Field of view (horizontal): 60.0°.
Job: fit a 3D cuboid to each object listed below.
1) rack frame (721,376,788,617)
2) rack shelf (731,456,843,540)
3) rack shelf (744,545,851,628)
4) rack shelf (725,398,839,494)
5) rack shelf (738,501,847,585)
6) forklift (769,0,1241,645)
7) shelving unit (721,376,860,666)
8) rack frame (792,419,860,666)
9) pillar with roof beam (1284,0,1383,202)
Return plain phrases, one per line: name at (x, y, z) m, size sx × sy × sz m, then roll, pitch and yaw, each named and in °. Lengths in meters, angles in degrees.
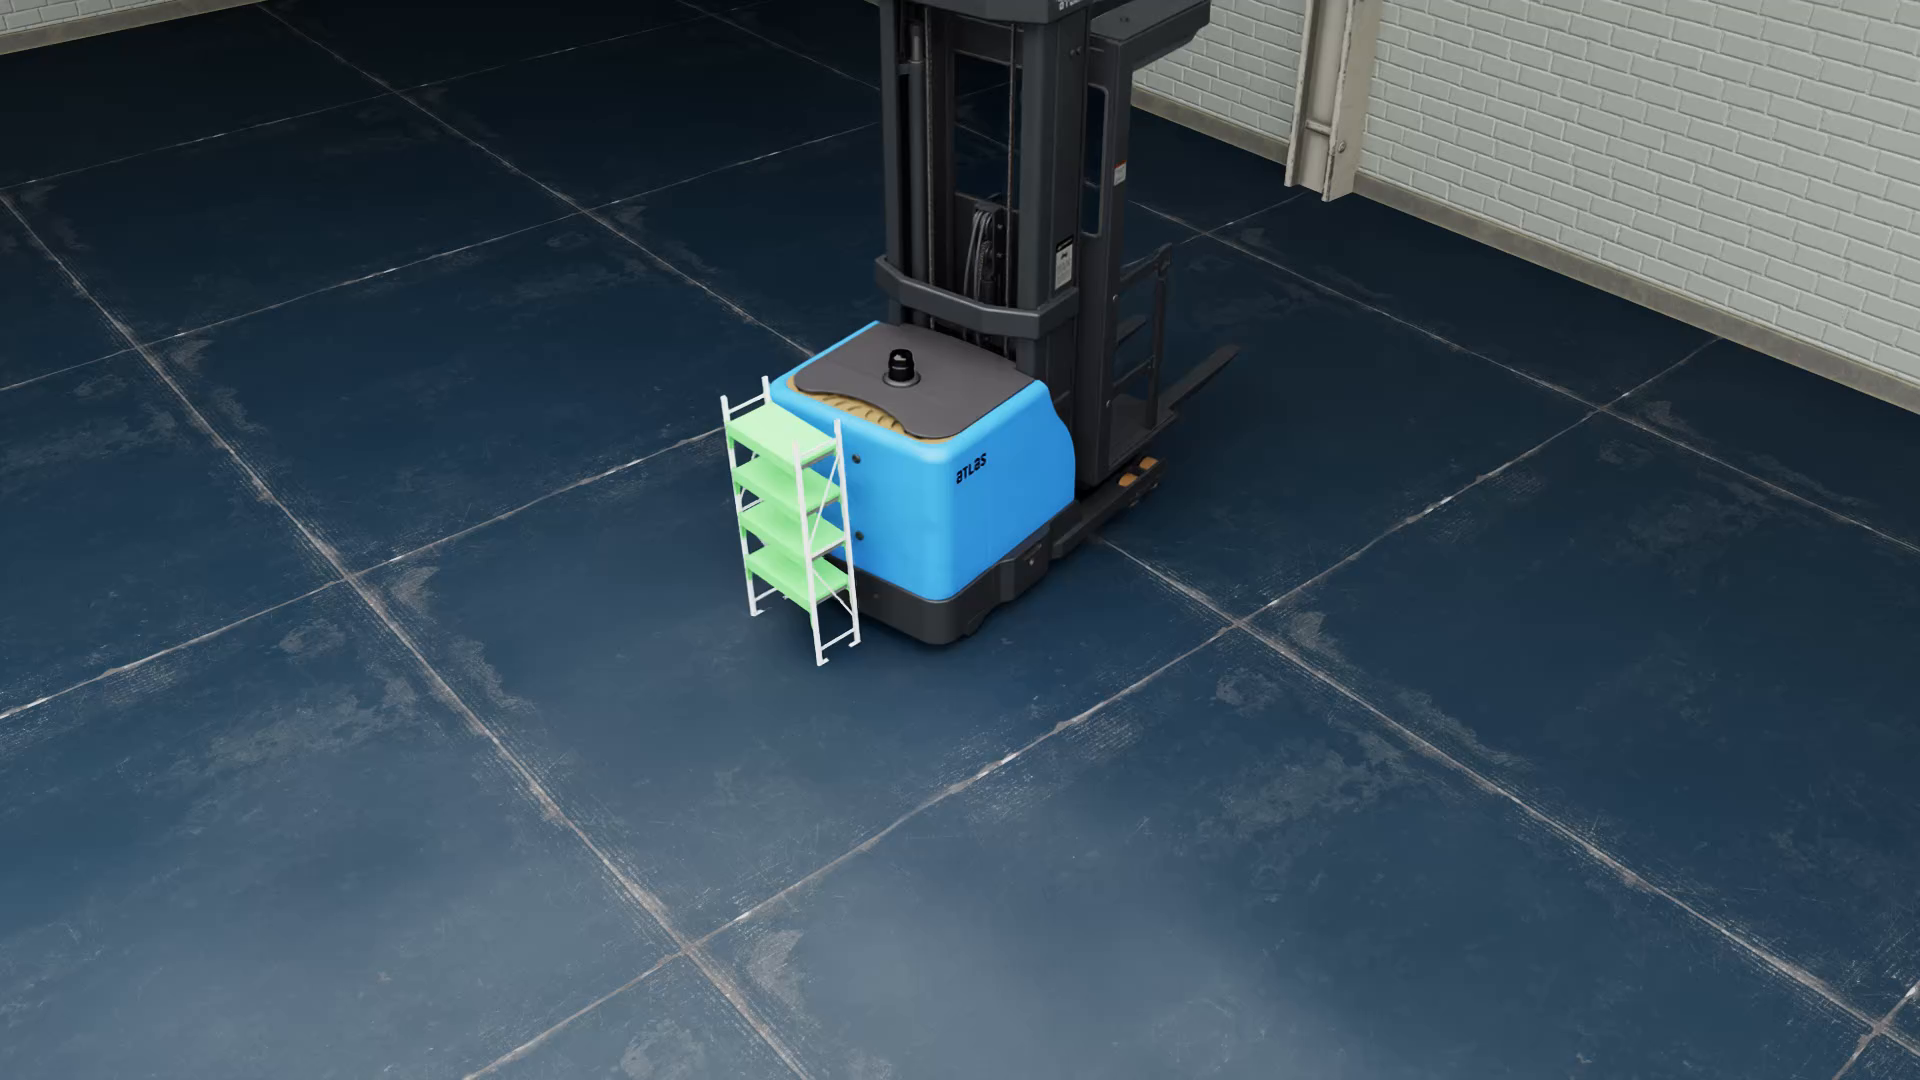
rack frame at (-0.899, -0.173, 7.447) m, size 0.240 × 1.200 × 0.015 m, roll -30°, pitch 45°, yaw -32°
rack shelf at (-0.739, -0.210, 7.195) m, size 0.258 × 0.148 × 0.480 m, roll -30°, pitch 45°, yaw -32°
rack shelf at (-0.723, 0.173, 7.483) m, size 0.258 × 0.148 × 0.480 m, roll -30°, pitch 45°, yaw -32°
rack shelf at (-0.747, -0.402, 7.050) m, size 0.258 × 0.148 × 0.480 m, roll -30°, pitch 45°, yaw -32°
rack shelf at (-0.731, -0.019, 7.339) m, size 0.258 × 0.148 × 0.480 m, roll -30°, pitch 45°, yaw -32°
forklift at (0.412, -1.523, 7.865) m, size 1.130 × 2.935 × 3.031 m, roll 23°, pitch 42°, yaw 29°
shelving unit at (-0.733, -0.070, 7.301) m, size 0.258 × 1.200 × 0.503 m, roll -30°, pitch 45°, yaw -32°
rack frame at (-0.568, 0.034, 7.154) m, size 0.240 × 1.200 × 0.015 m, roll -30°, pitch 45°, yaw -32°
pillar with roof beam at (-0.744, -4.562, 6.906) m, size 9.100 × 9.000 × 0.400 m, roll -26°, pitch 43°, yaw -32°
